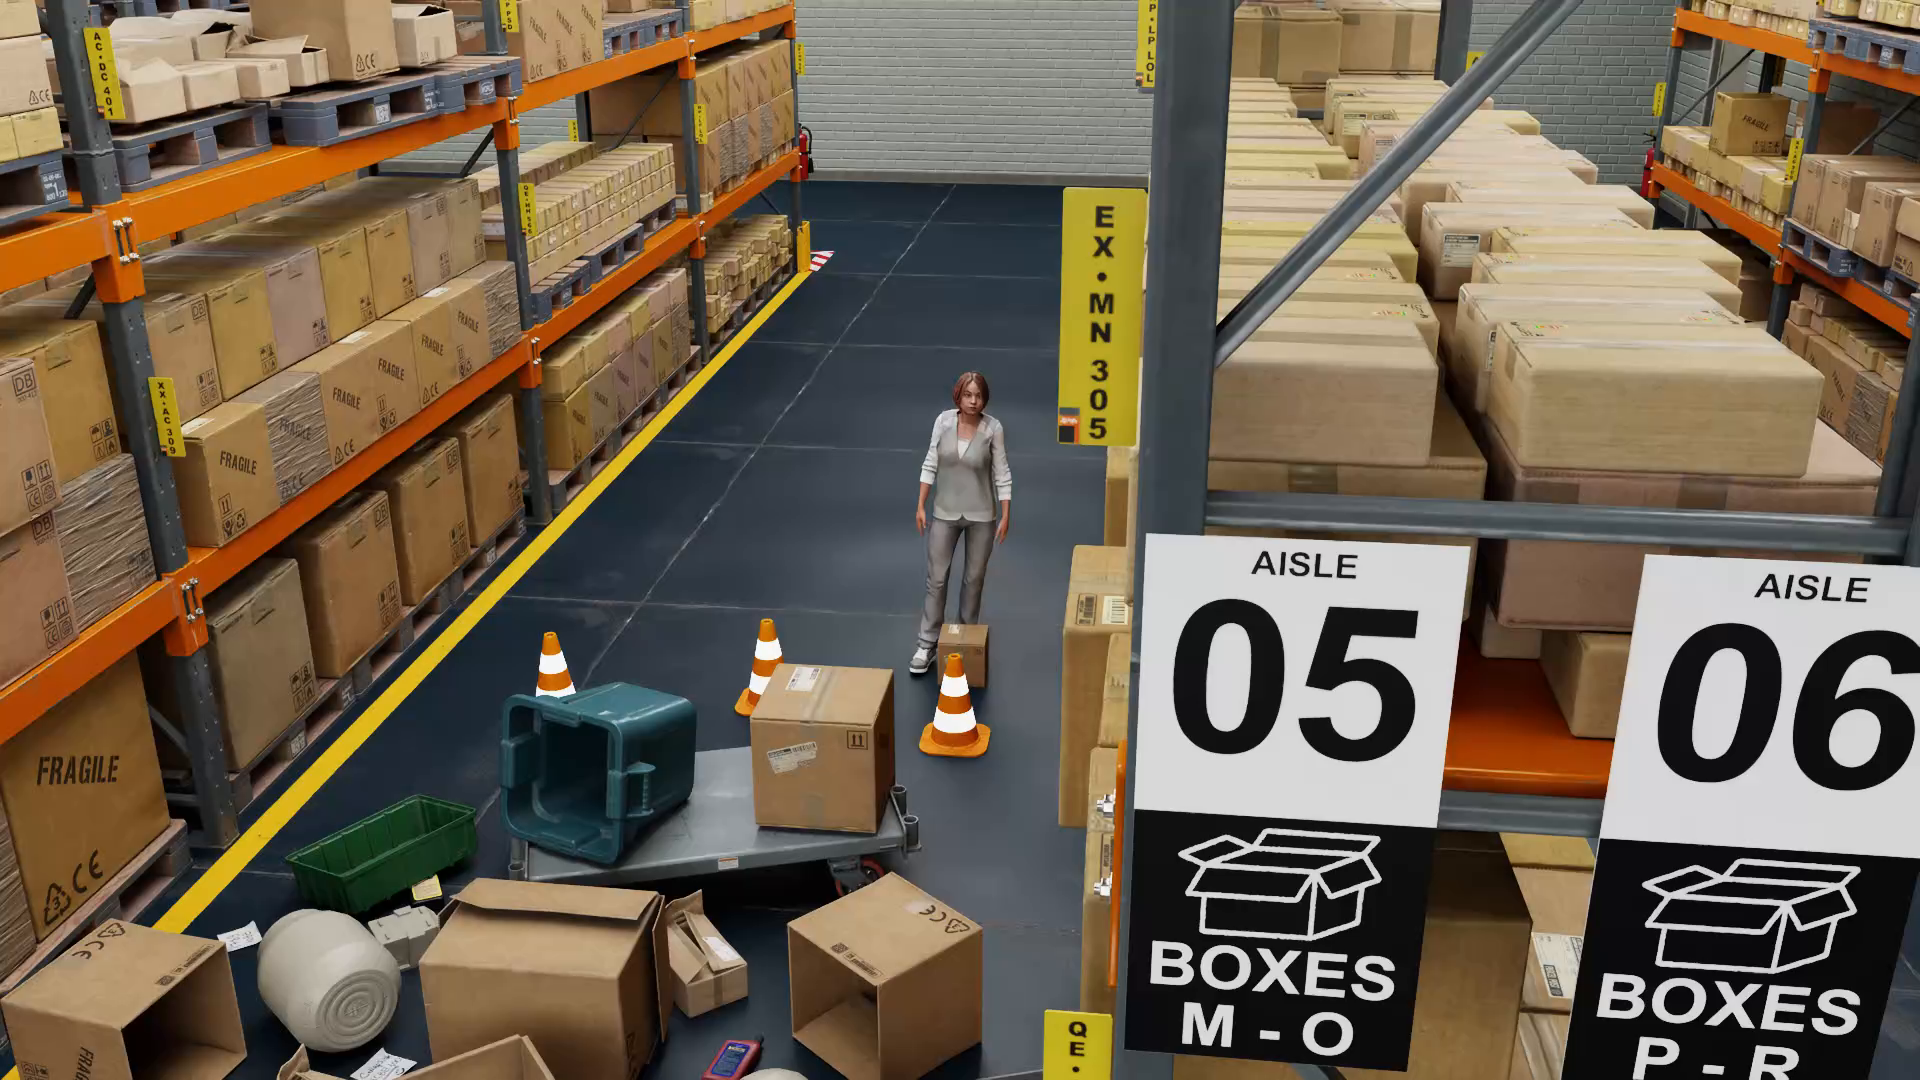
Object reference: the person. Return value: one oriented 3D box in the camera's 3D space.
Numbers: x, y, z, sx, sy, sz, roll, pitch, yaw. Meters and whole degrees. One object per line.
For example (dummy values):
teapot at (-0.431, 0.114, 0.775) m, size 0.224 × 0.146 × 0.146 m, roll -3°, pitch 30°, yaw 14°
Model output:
person at (0.005, -0.089, 8.797) m, size 0.520 × 1.597 × 0.475 m, roll 3°, pitch 22°, yaw 6°
